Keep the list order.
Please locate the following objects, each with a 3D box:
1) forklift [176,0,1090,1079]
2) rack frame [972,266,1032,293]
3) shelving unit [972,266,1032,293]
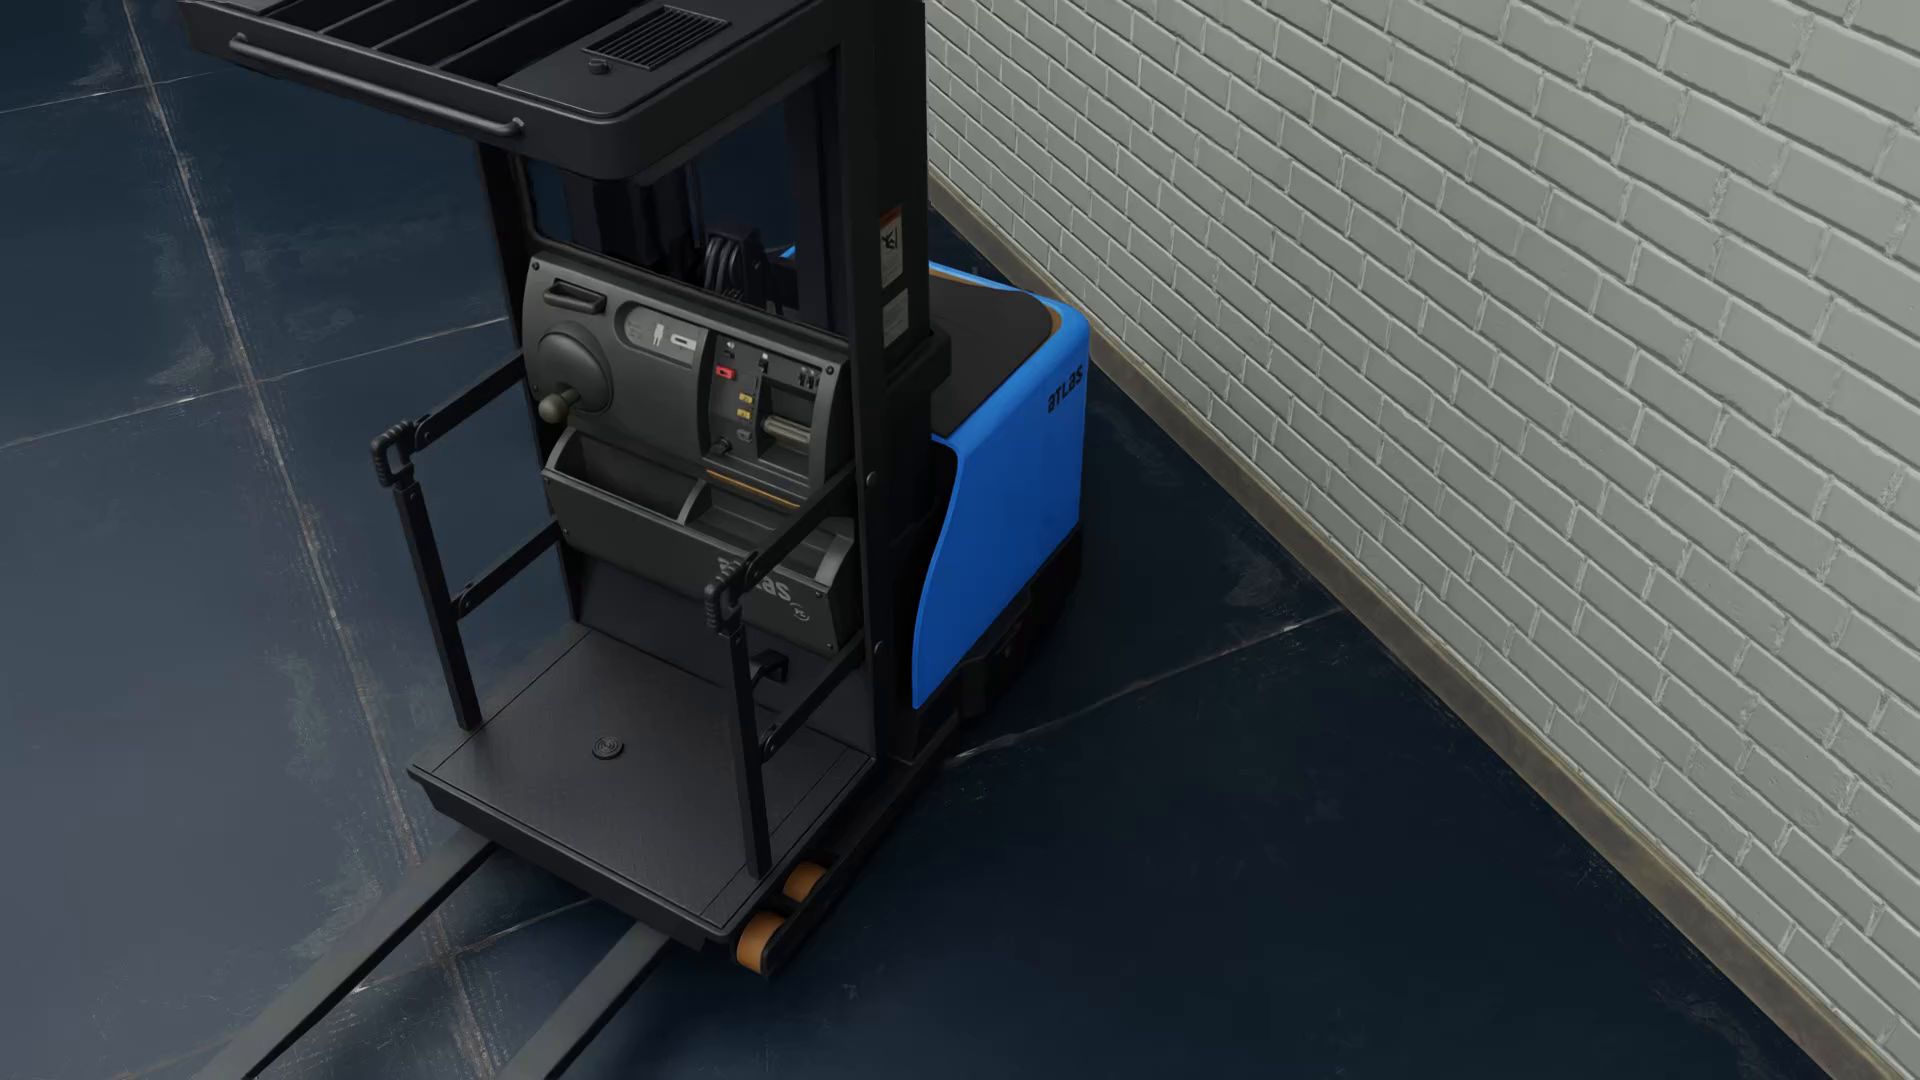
[{"bbox_3d":[-0.792,-0.320,3.859,1.130,2.935,3.031,21,45,23],"label":"forklift"},{"bbox_3d":[0.134,-0.497,5.640,0.240,0.900,0.006,28,47,29],"label":"rack frame"},{"bbox_3d":[0.070,-0.446,5.580,0.258,0.900,0.210,28,47,29],"label":"shelving unit"}]
